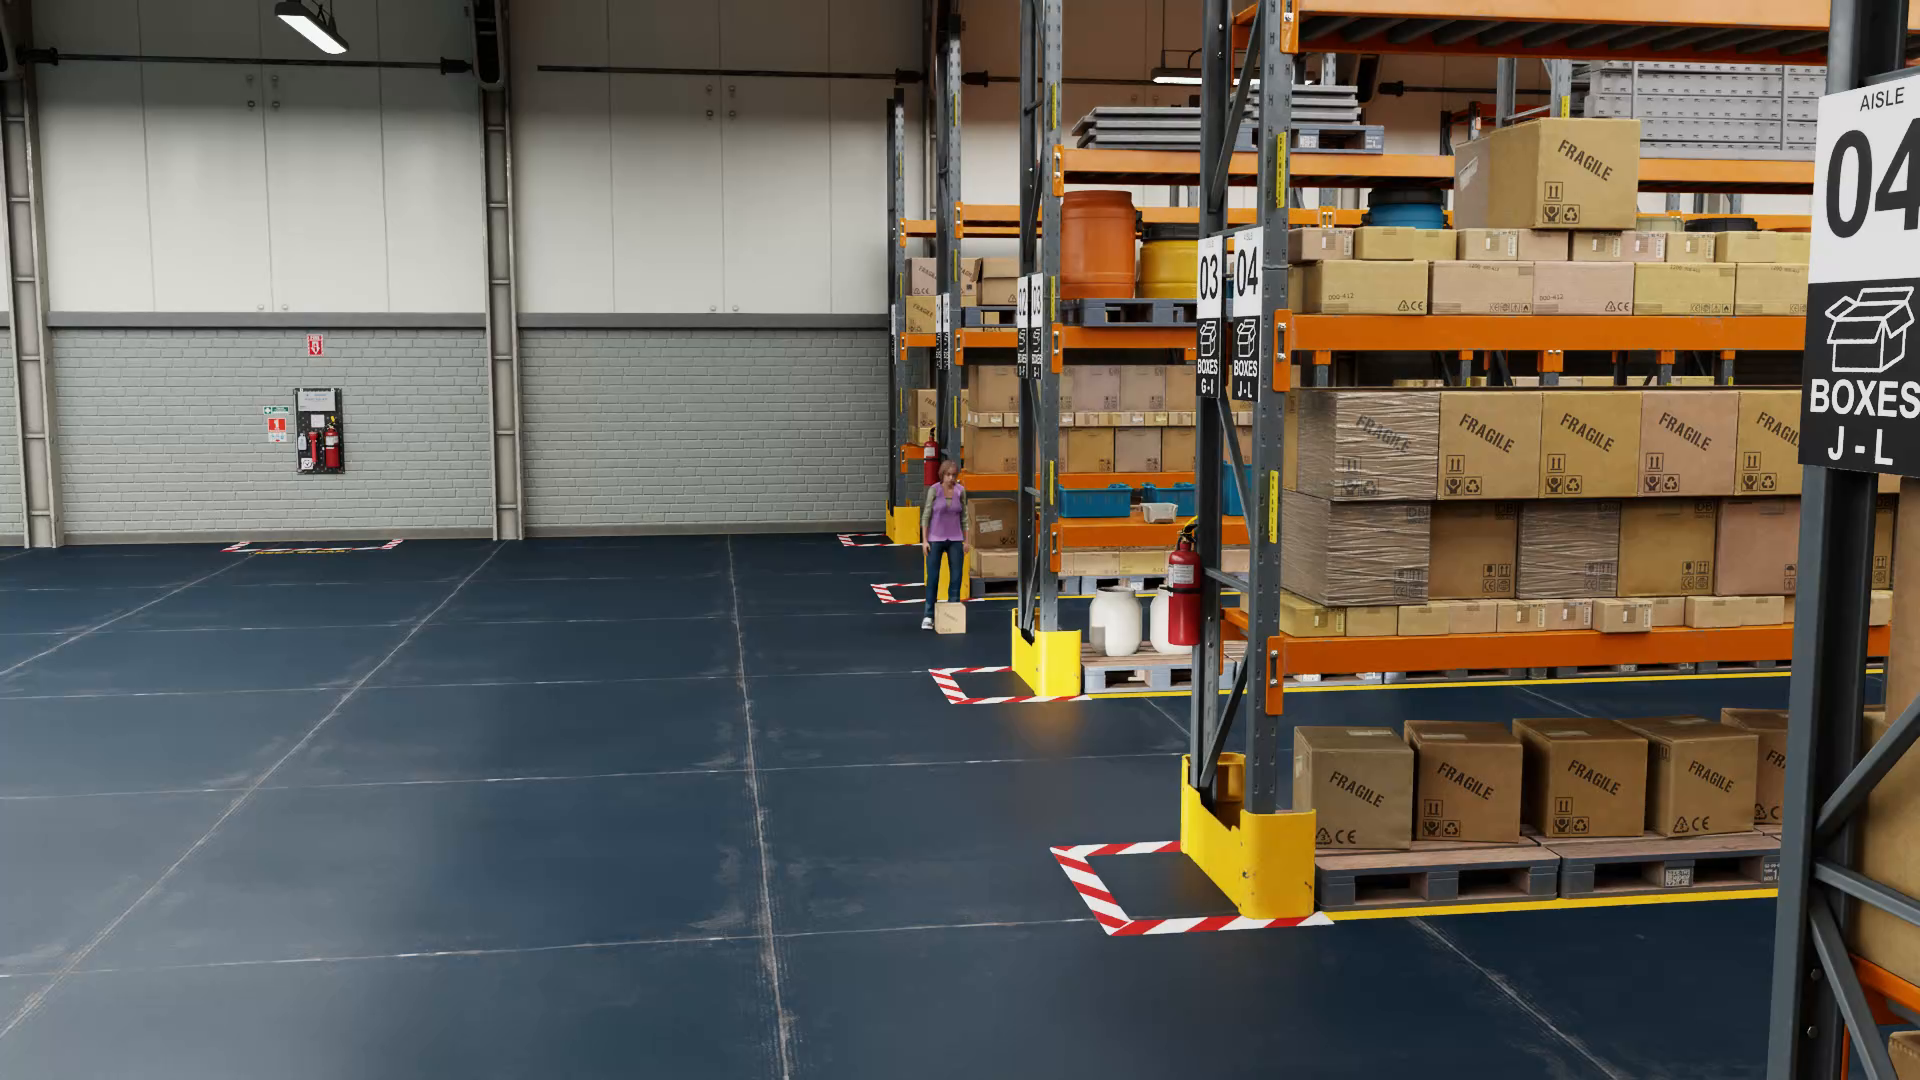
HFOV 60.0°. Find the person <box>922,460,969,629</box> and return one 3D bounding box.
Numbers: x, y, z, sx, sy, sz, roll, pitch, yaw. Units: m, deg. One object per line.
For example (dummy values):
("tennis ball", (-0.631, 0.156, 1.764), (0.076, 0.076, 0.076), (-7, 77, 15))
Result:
("person", (-0.139, 0.036, 15.726), (0.480, 1.591, 0.349), (-1, 7, -12))
